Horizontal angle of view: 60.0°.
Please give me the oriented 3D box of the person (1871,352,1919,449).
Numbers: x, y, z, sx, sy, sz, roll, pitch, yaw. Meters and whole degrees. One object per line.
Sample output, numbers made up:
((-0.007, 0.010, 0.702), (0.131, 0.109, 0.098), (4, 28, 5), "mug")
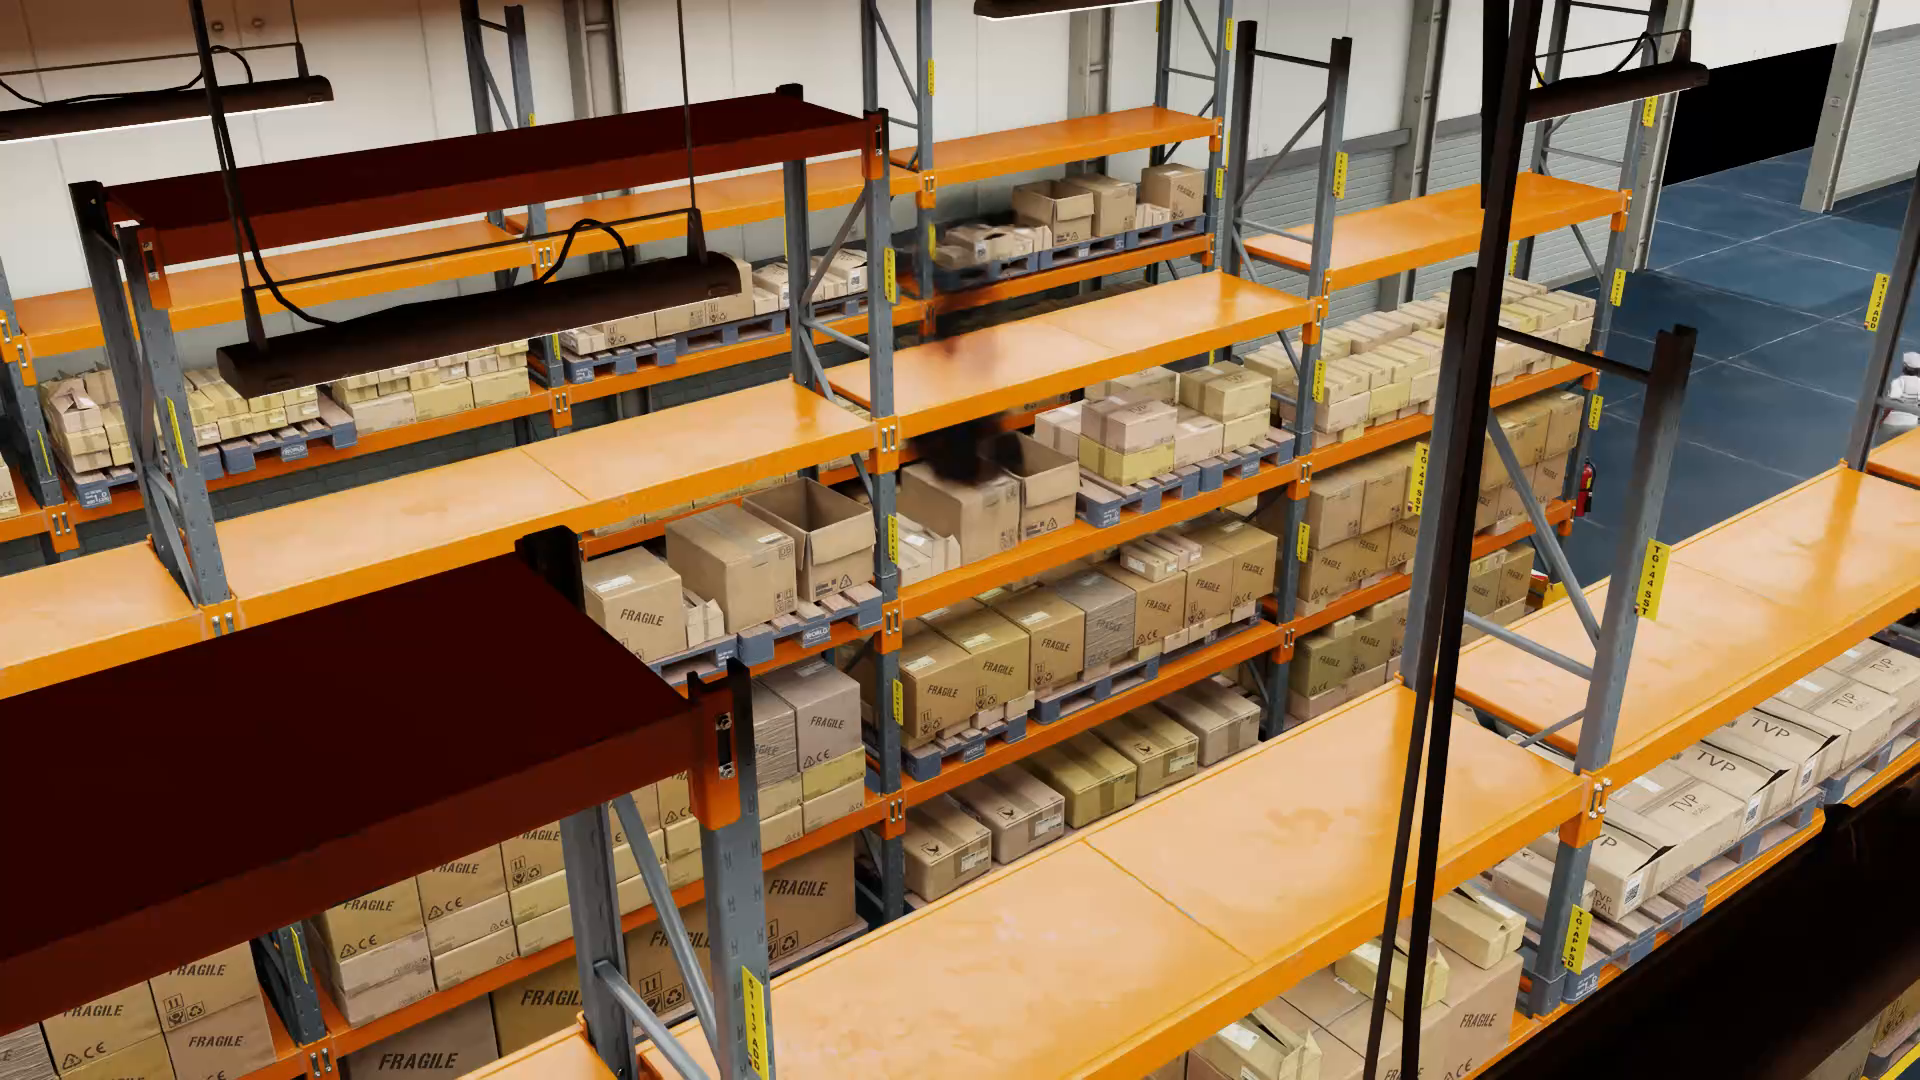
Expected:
((10.573, -1.273, 18.730), (0.566, 1.696, 0.927), (2, 26, 3), "person")
